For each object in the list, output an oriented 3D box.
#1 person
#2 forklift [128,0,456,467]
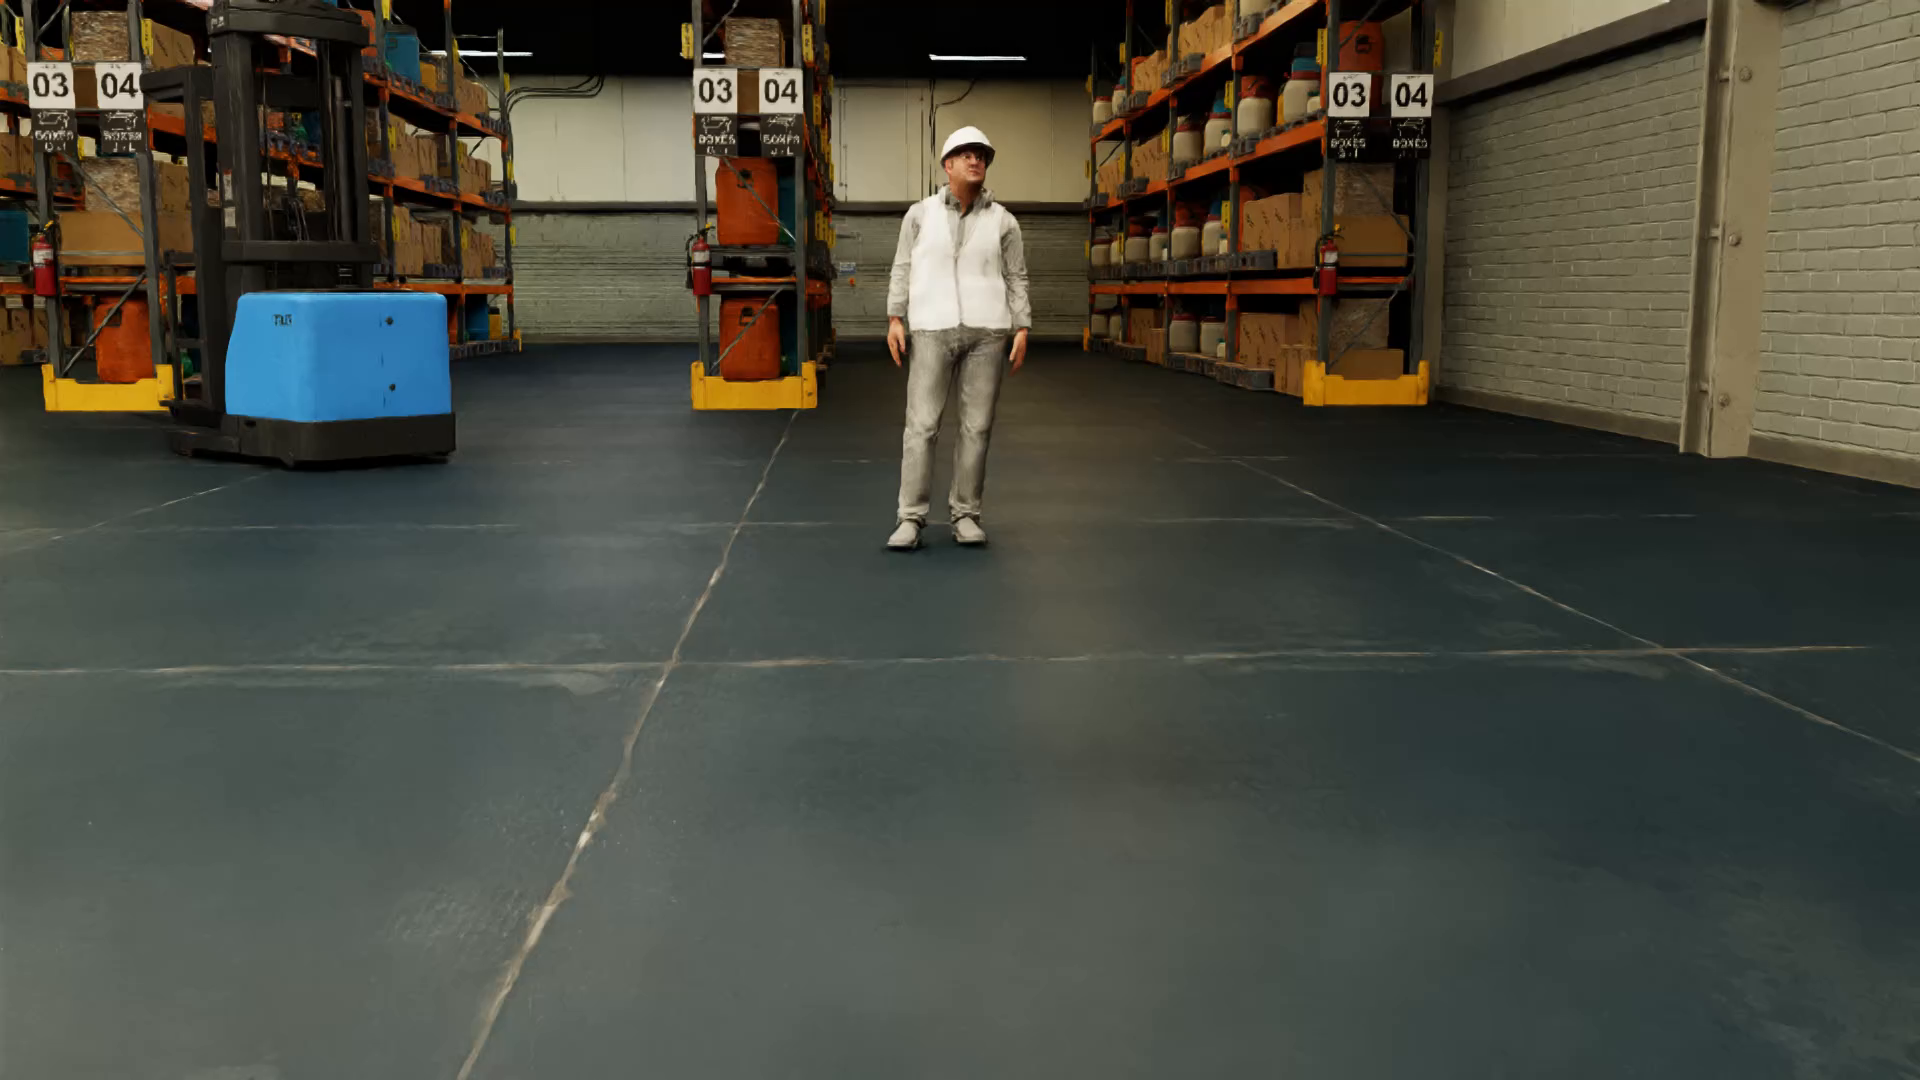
[{"bbox_3d":[-0.004,-0.875,7.116,0.632,1.773,0.567,-1,8,-4],"label":"person"},{"bbox_3d":[-4.695,-2.052,11.150,3.031,2.935,1.130,7,11,41],"label":"forklift"}]
